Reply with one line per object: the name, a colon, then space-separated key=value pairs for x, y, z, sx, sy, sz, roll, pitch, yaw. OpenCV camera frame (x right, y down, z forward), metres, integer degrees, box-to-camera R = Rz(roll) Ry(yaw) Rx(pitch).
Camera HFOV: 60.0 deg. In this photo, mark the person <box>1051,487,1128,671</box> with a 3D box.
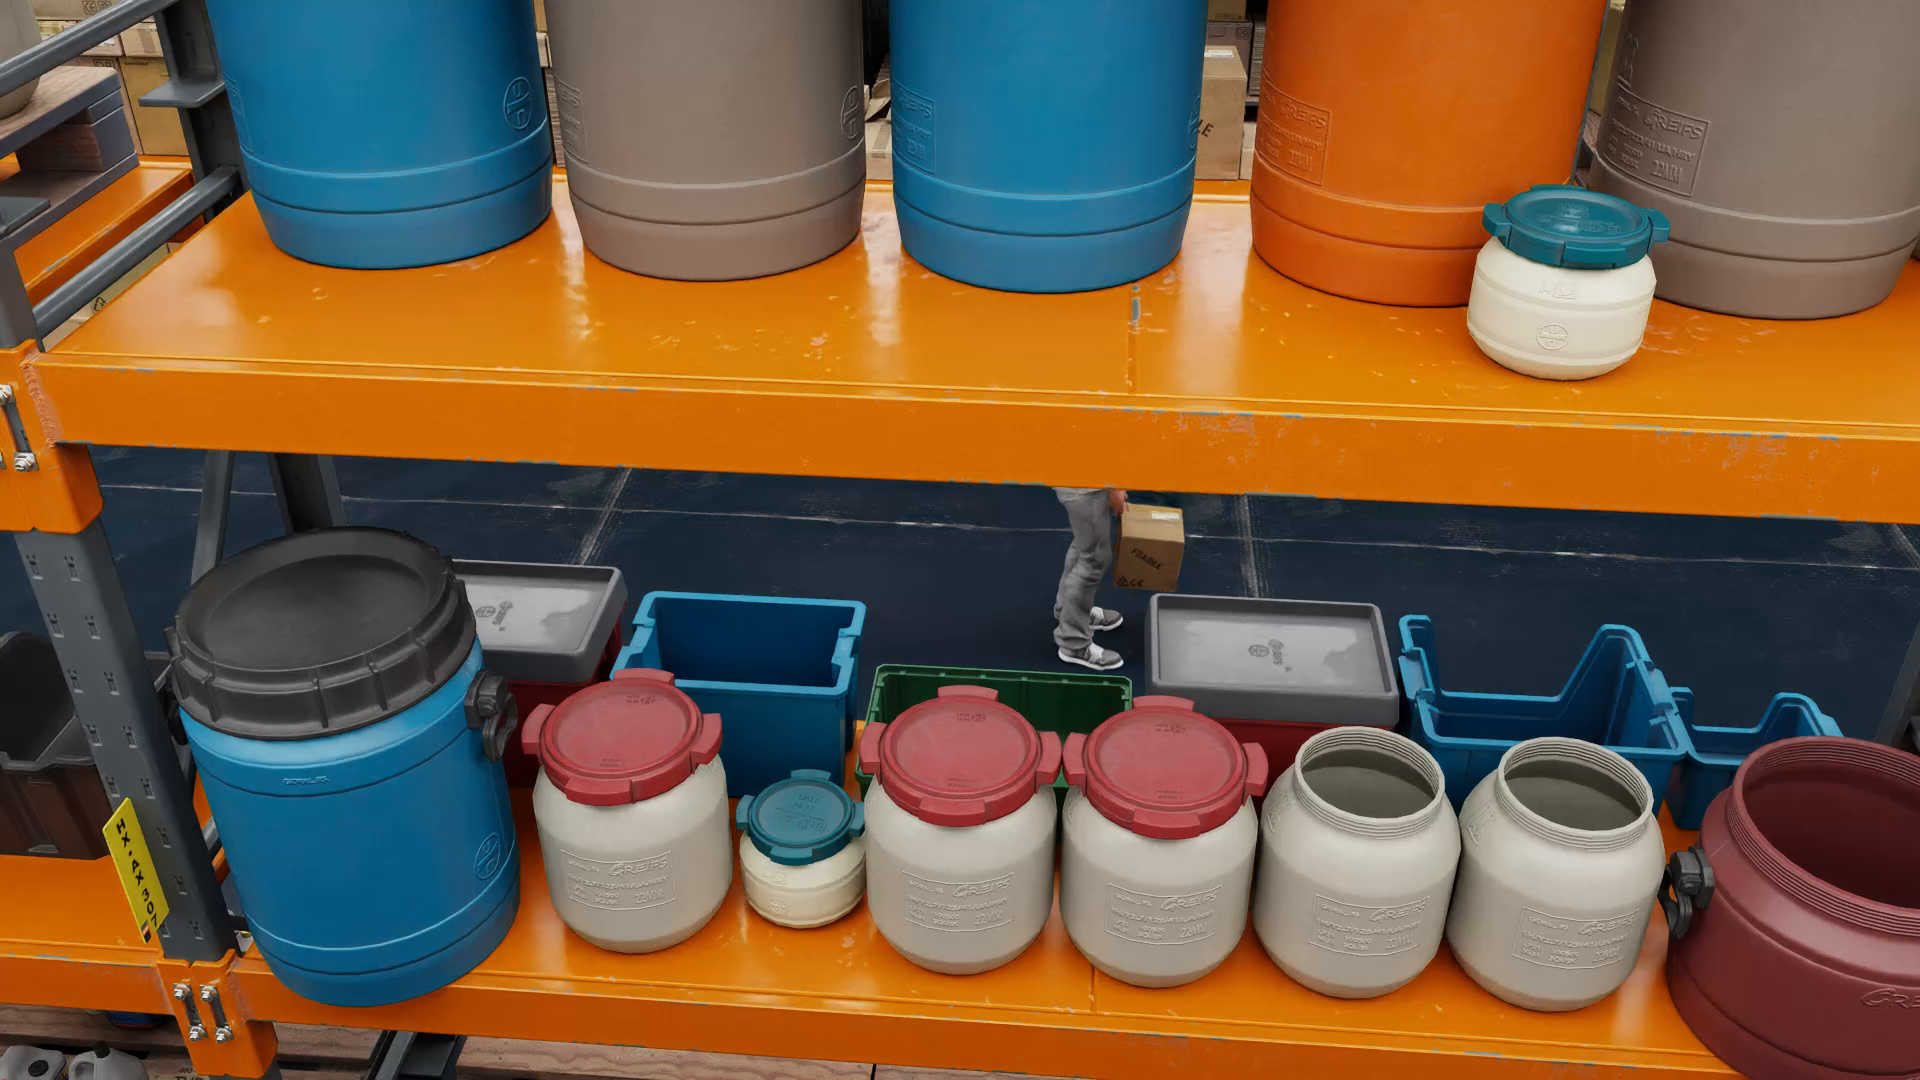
person: x=0.513 y=-0.240 z=6.557 sx=0.341 sy=1.559 sz=0.452 roll=2 pitch=32 yaw=3
